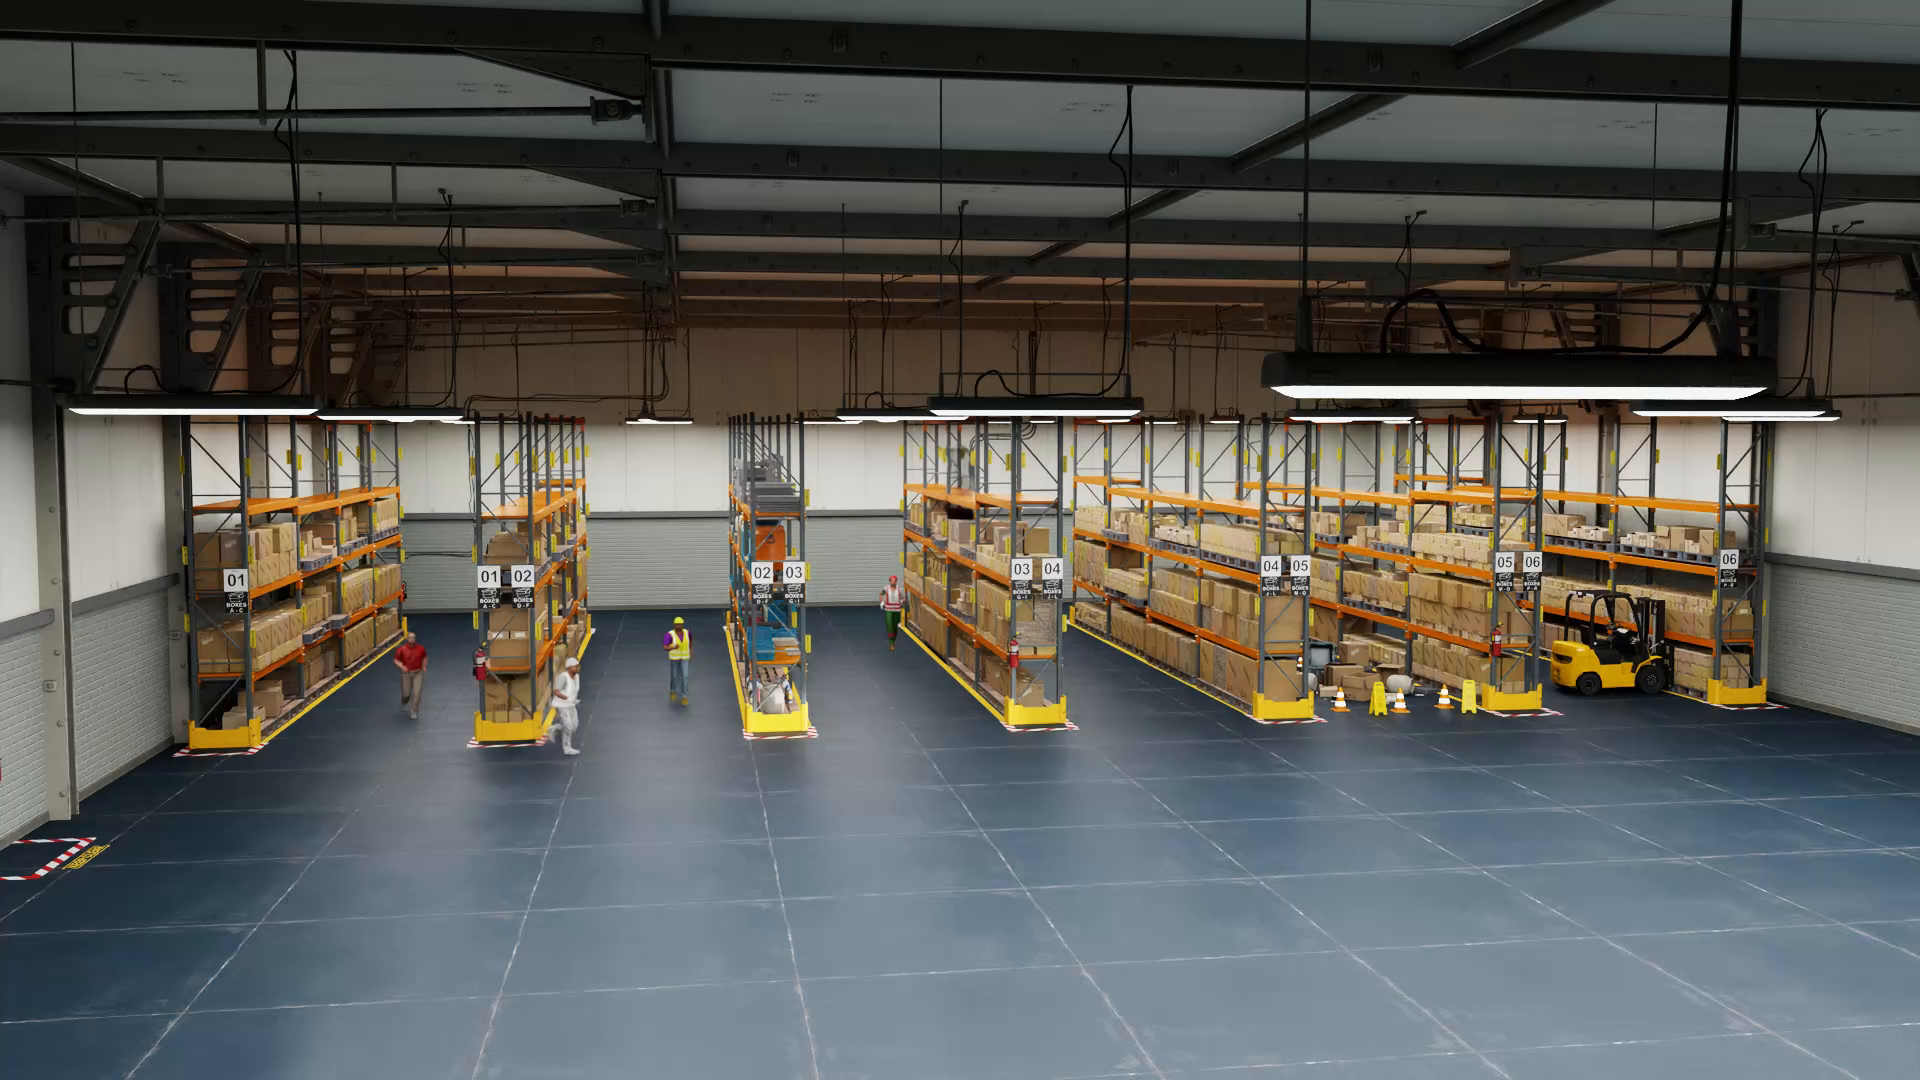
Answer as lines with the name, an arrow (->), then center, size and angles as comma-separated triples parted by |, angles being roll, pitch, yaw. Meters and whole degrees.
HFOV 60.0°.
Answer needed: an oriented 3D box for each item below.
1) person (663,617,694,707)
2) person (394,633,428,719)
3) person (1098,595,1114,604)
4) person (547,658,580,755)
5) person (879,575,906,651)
person -> -5.814, 2.485, 34.354 | 0.681, 1.803, 0.897 | -2, 4, -21
person -> -10.787, 2.655, 32.712 | 0.658, 1.683, 0.680 | -2, 4, -29
person -> 4.386, 1.487, 49.869 | 0.837, 1.747, 0.566 | -1, 4, -8
person -> -6.907, 2.900, 28.999 | 0.769, 1.723, 0.670 | 2, 4, 23
person -> -1.632, 1.762, 40.667 | 0.651, 1.822, 0.912 | -1, 4, -9
